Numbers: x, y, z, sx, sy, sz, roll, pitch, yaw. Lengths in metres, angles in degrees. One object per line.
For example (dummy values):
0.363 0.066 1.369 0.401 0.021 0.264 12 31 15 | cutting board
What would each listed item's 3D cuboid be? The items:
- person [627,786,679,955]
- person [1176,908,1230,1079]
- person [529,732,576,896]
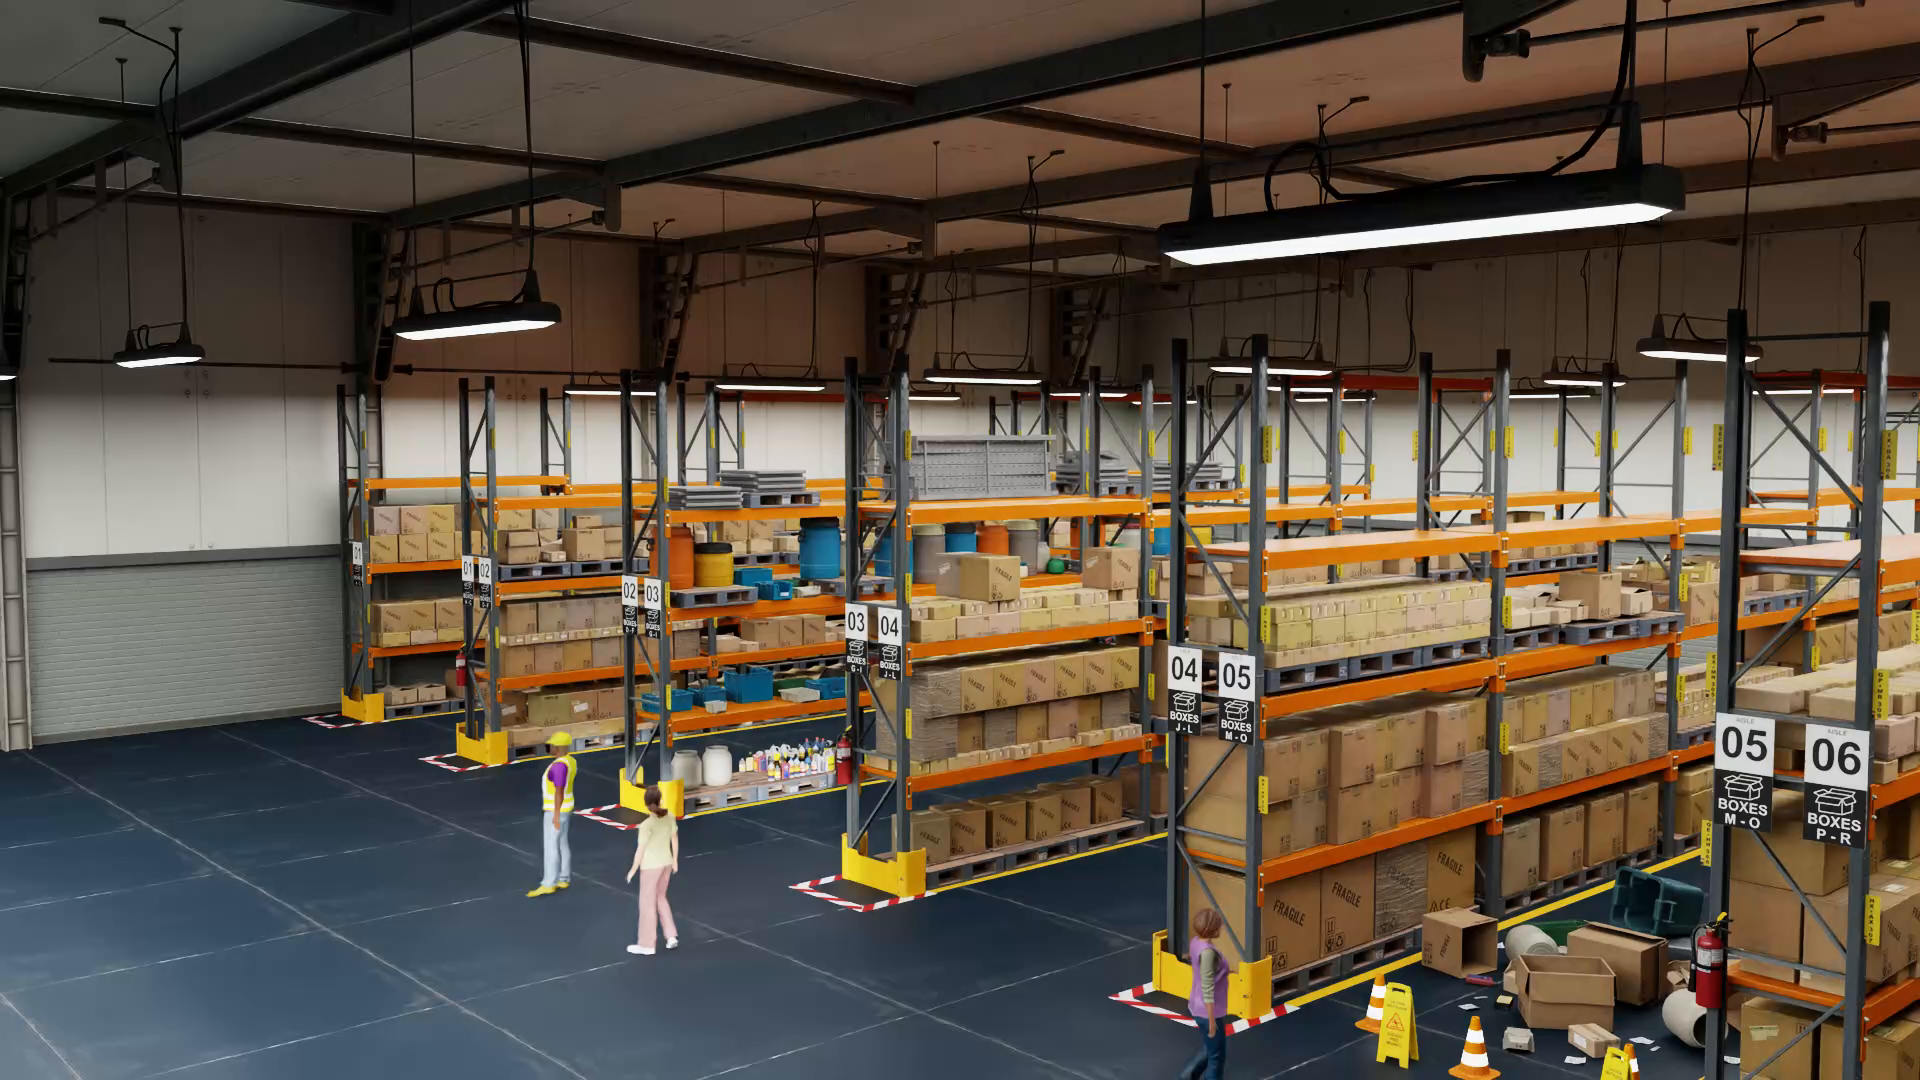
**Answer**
-3.033 3.261 16.435 0.475 1.703 0.556 2 4 27 | person
1.886 3.559 12.483 0.509 1.610 0.446 0 4 -2 | person
-4.579 3.054 18.718 0.455 1.779 0.654 0 4 0 | person
